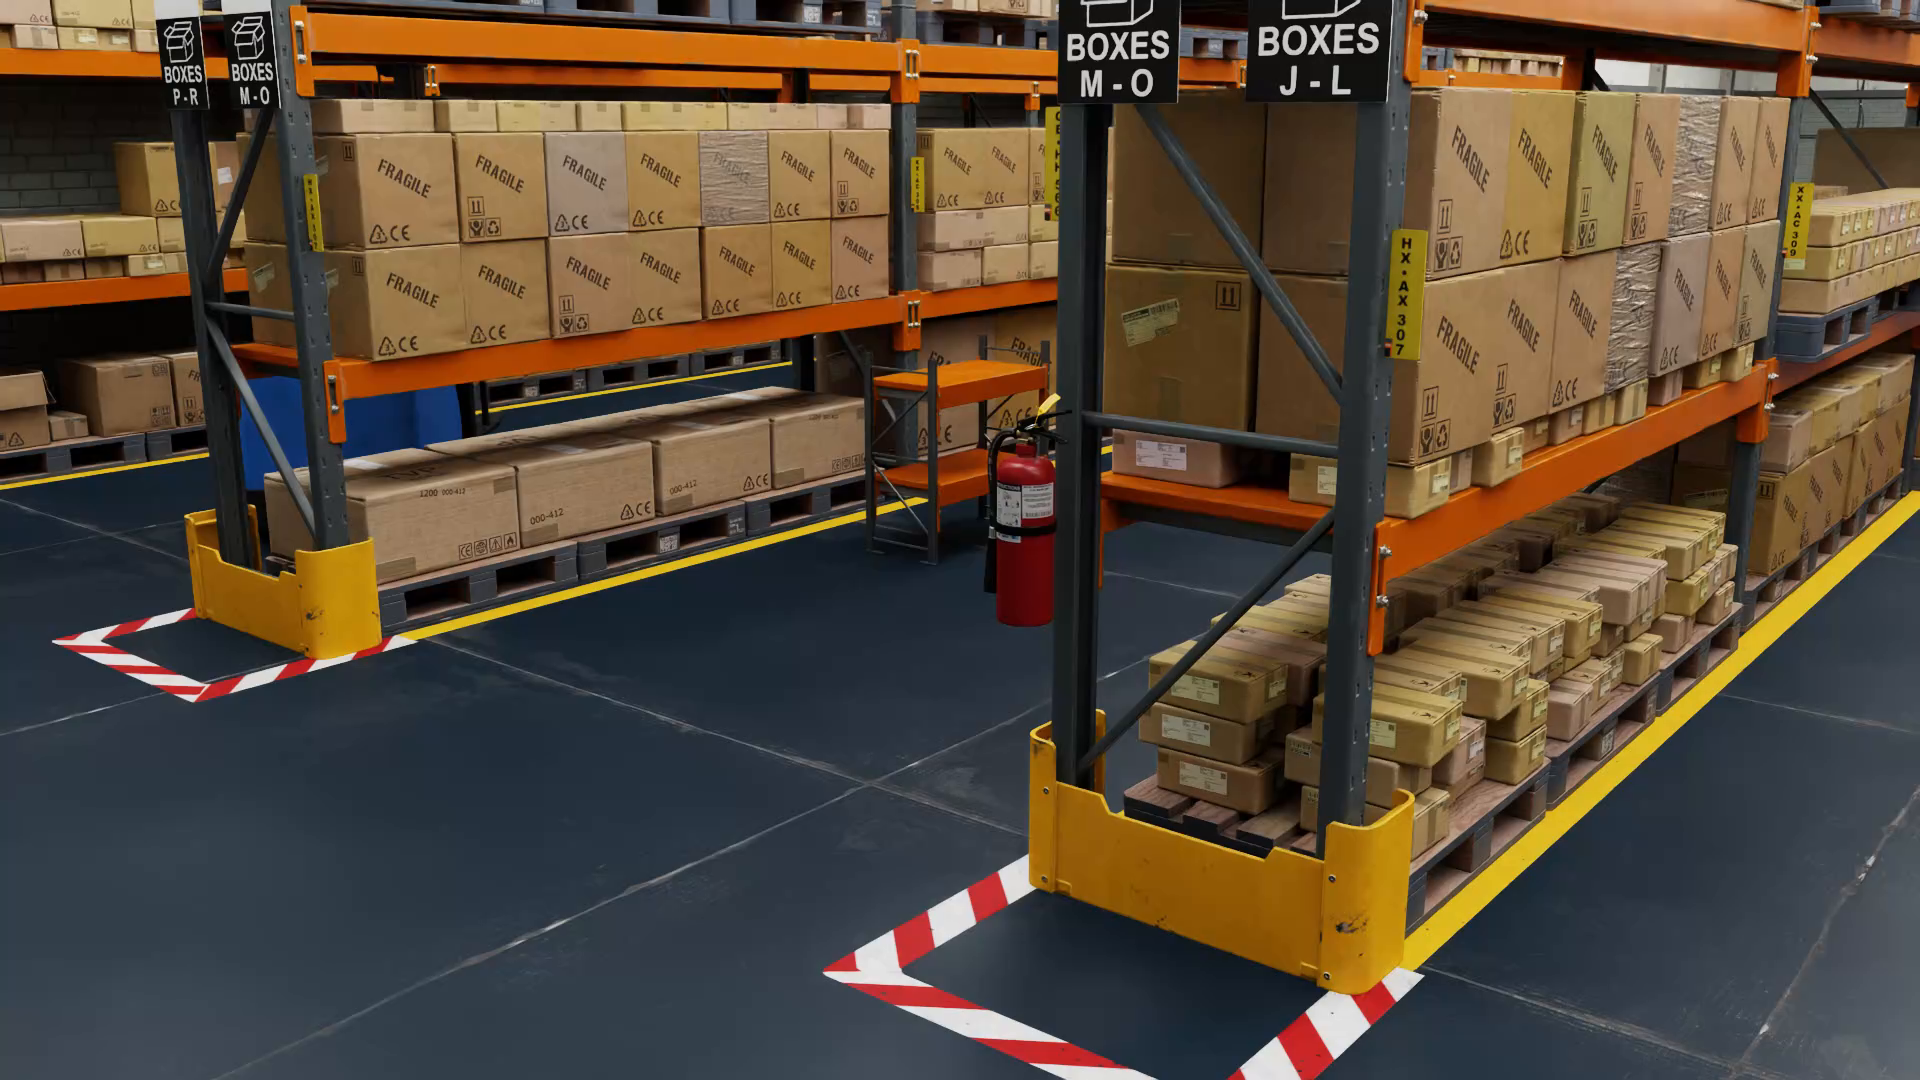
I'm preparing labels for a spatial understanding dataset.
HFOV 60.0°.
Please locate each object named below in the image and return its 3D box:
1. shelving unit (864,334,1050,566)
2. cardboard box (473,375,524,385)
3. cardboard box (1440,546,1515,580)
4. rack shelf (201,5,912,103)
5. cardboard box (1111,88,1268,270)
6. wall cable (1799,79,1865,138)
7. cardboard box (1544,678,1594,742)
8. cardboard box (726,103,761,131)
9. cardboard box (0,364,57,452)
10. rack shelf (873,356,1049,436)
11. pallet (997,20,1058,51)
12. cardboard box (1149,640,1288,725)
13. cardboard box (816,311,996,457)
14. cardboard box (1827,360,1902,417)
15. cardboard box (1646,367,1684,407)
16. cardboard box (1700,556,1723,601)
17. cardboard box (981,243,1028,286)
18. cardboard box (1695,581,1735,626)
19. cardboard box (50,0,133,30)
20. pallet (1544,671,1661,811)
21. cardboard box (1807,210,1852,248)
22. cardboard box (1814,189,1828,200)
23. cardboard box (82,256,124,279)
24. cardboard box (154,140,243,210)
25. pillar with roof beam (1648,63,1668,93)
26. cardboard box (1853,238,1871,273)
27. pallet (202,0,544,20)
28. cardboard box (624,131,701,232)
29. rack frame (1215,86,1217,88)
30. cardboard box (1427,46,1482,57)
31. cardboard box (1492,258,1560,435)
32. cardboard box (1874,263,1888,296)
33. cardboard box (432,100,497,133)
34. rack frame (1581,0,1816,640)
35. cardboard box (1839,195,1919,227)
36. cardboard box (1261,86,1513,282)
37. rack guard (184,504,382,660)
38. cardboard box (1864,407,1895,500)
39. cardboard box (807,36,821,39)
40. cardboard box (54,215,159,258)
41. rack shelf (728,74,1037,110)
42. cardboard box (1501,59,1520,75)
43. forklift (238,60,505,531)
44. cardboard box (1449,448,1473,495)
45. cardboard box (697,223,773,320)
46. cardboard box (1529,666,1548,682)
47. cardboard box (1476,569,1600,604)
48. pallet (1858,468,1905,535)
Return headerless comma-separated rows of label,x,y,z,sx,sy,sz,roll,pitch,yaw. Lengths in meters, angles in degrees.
shelving unit,-0.004,-0.544,9.479,0.538,1.125,1.048,11,18,38
cardboard box,-4.076,-1.618,14.123,0.500,0.500,0.500,12,19,40
cardboard box,2.028,0.124,6.771,0.380,0.149,0.250,10,18,35
rack shelf,-1.949,-2.523,8.830,1.077,0.370,4.000,11,18,38
cardboard box,0.802,-1.091,4.988,0.500,0.500,0.500,11,18,36
wall cable,23.584,-12.380,46.384,3.097,2.526,0.112,11,18,38
cardboard box,2.094,0.598,6.113,0.380,0.149,0.250,10,17,35
cardboard box,-1.327,-2.355,9.250,0.380,0.149,0.250,11,18,37
cardboard box,-6.611,-0.898,11.283,0.797,0.503,0.637,10,18,35
rack shelf,-0.004,-0.828,9.407,0.538,0.278,1.000,11,18,38
pallet,0.758,-3.583,11.925,1.003,0.211,1.213,12,19,40
cardboard box,0.843,0.461,5.443,0.380,0.149,0.250,12,18,38
cardboard box,-0.364,-1.105,11.344,0.875,0.875,0.875,12,19,39
cardboard box,5.201,-0.905,9.796,0.500,0.250,0.500,12,18,38
cardboard box,2.604,-0.631,6.524,0.380,0.149,0.250,10,18,35
cardboard box,3.111,0.143,7.299,0.380,0.149,0.250,10,17,35
cardboard box,0.114,-1.871,11.199,0.500,0.250,0.500,11,18,36
cardboard box,3.240,0.252,7.475,0.380,0.149,0.250,12,18,38
cardboard box,-5.943,-3.567,11.178,0.500,0.250,0.500,11,18,36
pallet,2.061,0.666,6.571,1.003,0.211,1.213,11,18,38
cardboard box,3.827,-1.428,7.602,0.380,0.149,0.250,12,19,40
cardboard box,4.970,-2.033,9.984,0.380,0.149,0.250,11,18,37
cardboard box,-6.018,-1.903,11.532,0.380,0.149,0.250,12,18,38
cardboard box,-5.698,-2.759,12.568,0.500,0.500,0.500,11,18,36
pillar with roof beam,20.281,-11.710,37.441,9.100,9.000,0.400,11,18,38
cardboard box,4.150,-1.384,8.030,0.380,0.149,0.250,12,18,39
pallet,-2.748,-2.589,7.810,1.003,0.211,1.213,11,18,38
cardboard box,-1.733,-1.911,8.819,0.500,0.500,0.500,11,18,38
rack frame,2.987,-4.866,22.686,1.000,3.000,0.127,11,18,38
cardboard box,4.826,-4.900,16.427,0.500,0.250,0.500,11,18,36
cardboard box,1.521,-0.630,5.204,0.500,0.500,0.500,11,18,38
cardboard box,4.475,-1.338,8.455,0.380,0.149,0.250,10,18,35
cardboard box,-2.405,-2.000,7.854,0.380,0.149,0.250,12,19,39
rack frame,3.222,-1.054,7.679,1.000,3.000,0.127,11,18,38
cardboard box,4.970,-1.778,8.979,0.380,0.149,0.250,12,19,40
cardboard box,1.196,-1.010,4.669,0.500,0.500,0.500,11,18,37
rack guard,-3.221,0.182,7.893,1.175,0.500,0.348,11,18,38
cardboard box,5.196,-0.547,9.906,0.500,0.500,0.500,12,19,40
cardboard box,-1.586,-4.946,16.328,0.380,0.166,0.250,11,18,37
cardboard box,-5.942,-2.113,11.548,0.500,0.250,0.500,11,18,36
rack shelf,-0.784,-4.822,17.882,1.077,0.370,4.000,11,18,38
cardboard box,5.601,-4.920,17.315,0.380,0.149,0.250,11,18,36
forklift,-3.678,-1.779,10.675,1.130,2.935,3.031,-1,14,-3
cardboard box,1.294,-0.233,4.956,0.380,0.149,0.250,12,19,40
cardboard box,-1.408,-1.523,9.322,0.500,0.500,0.500,11,18,37
cardboard box,1.876,0.483,5.961,0.380,0.149,0.250,10,17,35
cardboard box,2.197,0.236,6.330,0.380,0.149,0.250,11,18,38
pallet,5.244,-0.319,10.450,1.003,0.211,1.213,11,18,38
